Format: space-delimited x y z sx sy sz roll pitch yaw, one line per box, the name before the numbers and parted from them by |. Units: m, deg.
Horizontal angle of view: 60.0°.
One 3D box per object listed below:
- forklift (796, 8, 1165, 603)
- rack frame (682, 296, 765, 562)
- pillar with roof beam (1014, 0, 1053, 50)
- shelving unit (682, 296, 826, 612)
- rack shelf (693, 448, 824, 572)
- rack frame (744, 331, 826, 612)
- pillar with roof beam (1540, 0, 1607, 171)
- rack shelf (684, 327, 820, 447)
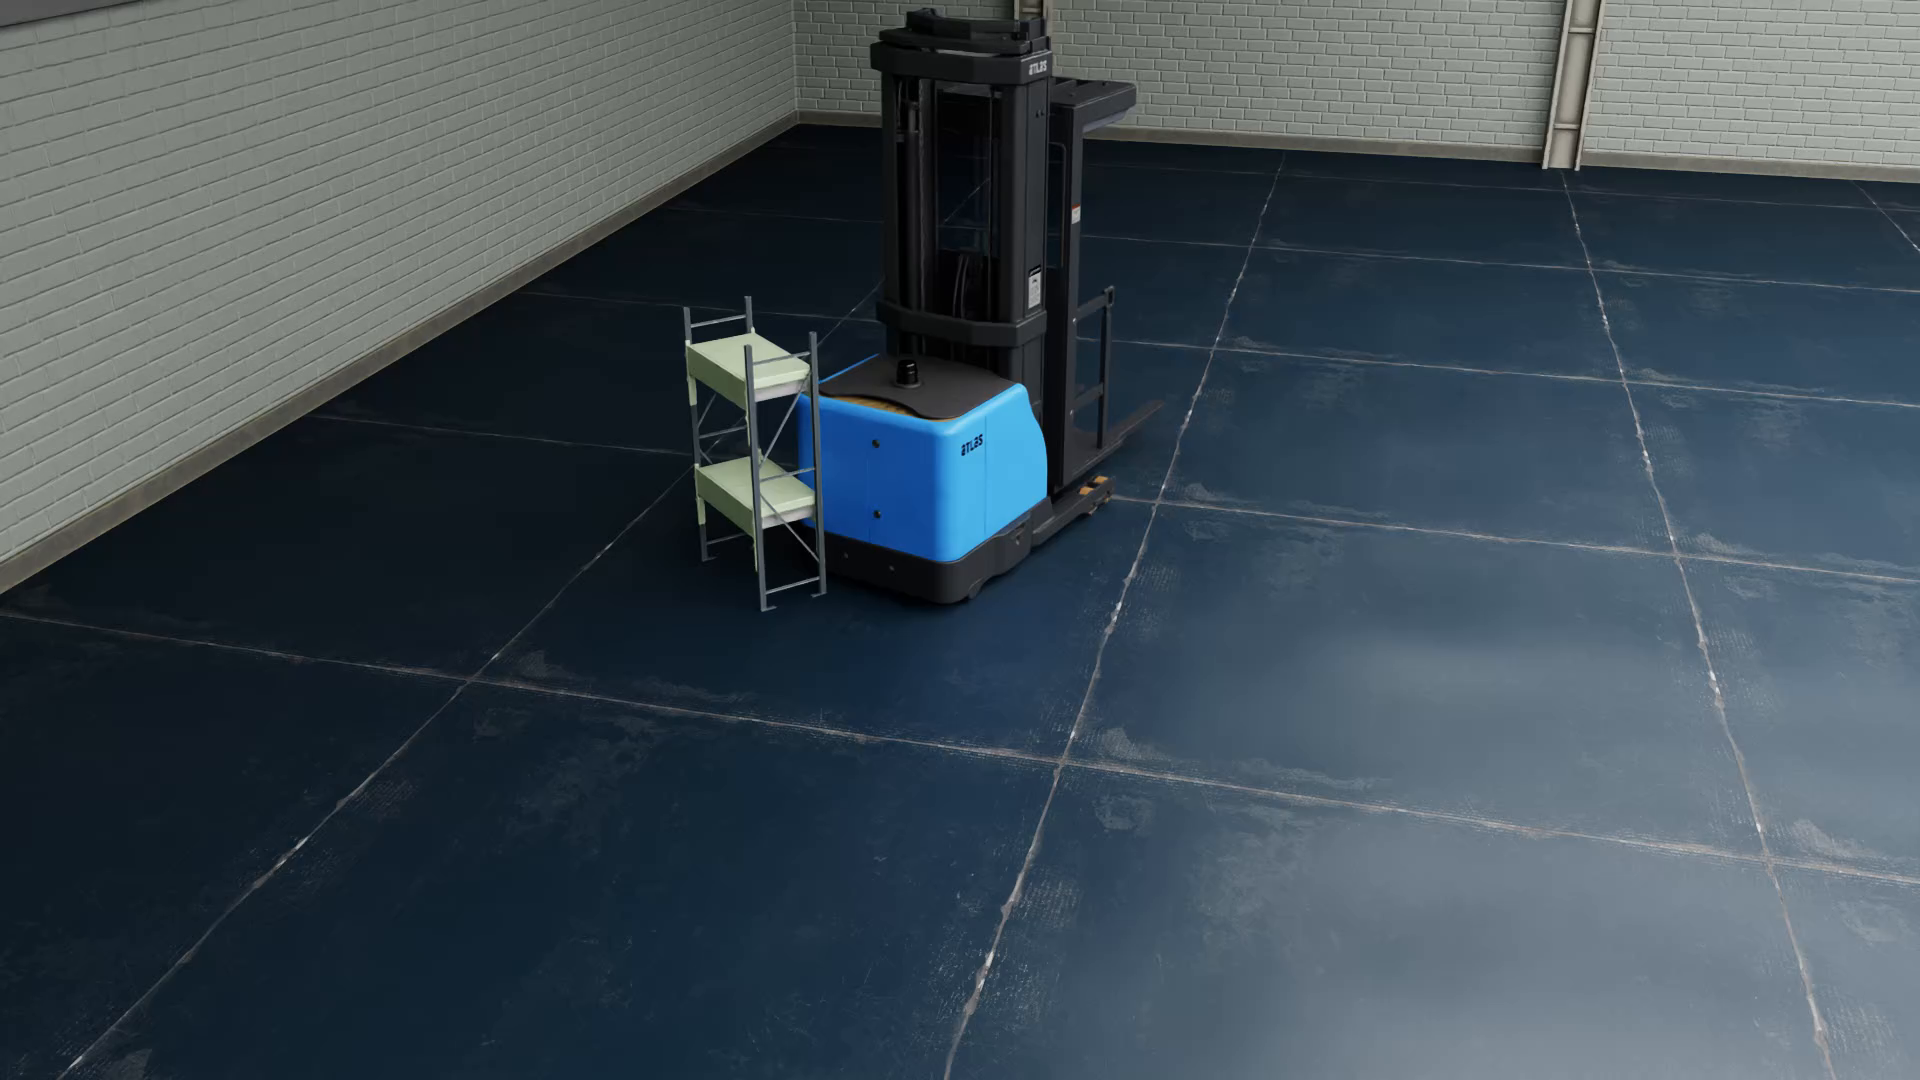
forklift | 0.301 -1.574 9.647 1.130 2.935 3.031 15 29 28
rack frame | -1.308 -0.602 9.270 0.400 1.500 0.023 -16 30 -30
pillar with roof beam | -0.225 -7.061 14.112 0.400 9.000 9.100 6 26 13
shelving unit | -1.107 -0.470 8.993 0.431 1.500 0.755 -16 30 -30
rack shelf | -1.107 -0.176 9.133 0.431 0.370 0.720 -16 30 -30
rack frame | -0.907 -0.339 8.717 0.400 1.500 0.023 -16 30 -30
pillar with roof beam | 5.585 -6.418 12.763 0.400 9.000 9.100 6 26 13
rack shelf | -1.107 -0.823 8.825 0.431 0.370 0.720 -16 30 -30
